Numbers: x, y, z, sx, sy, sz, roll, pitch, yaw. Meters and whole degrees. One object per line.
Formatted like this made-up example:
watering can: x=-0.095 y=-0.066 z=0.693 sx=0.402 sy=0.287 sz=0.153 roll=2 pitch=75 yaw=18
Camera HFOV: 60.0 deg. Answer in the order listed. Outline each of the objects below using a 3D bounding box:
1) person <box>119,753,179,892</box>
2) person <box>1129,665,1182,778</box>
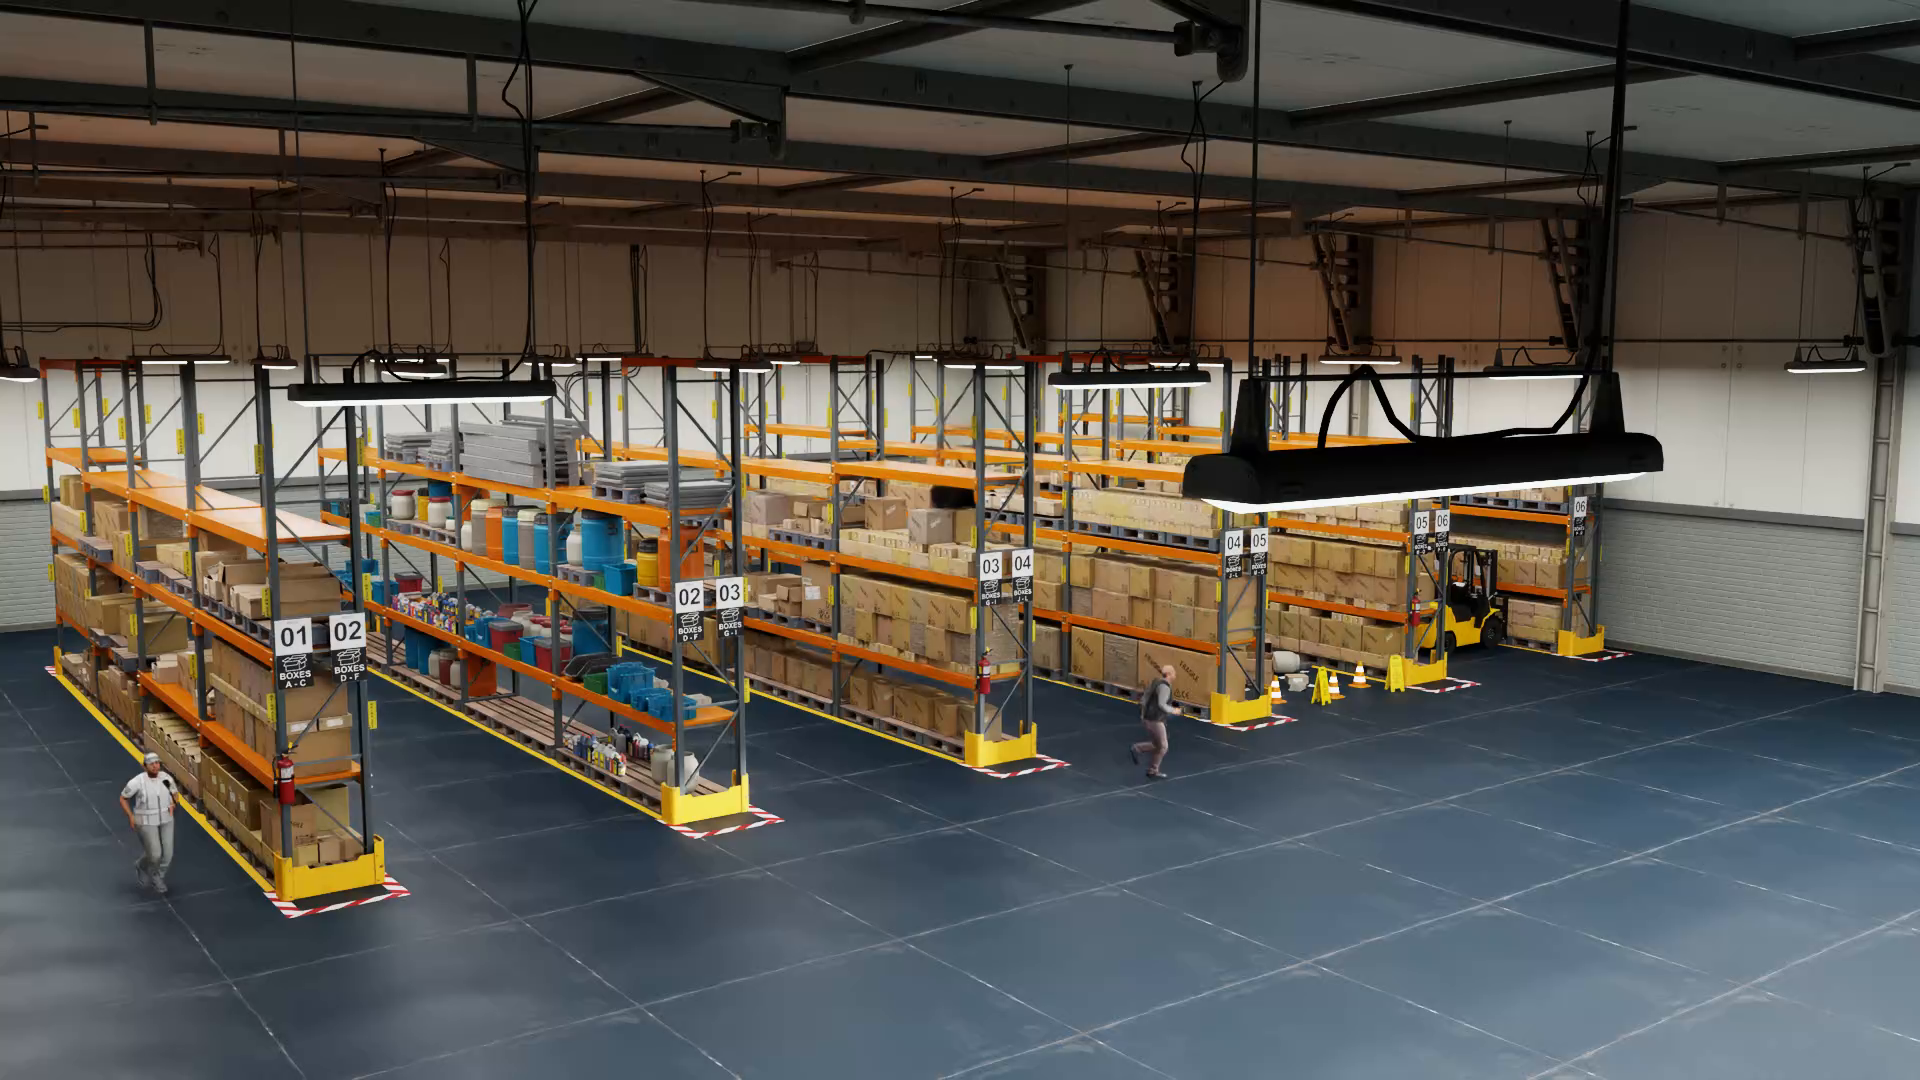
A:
person: x=-9.221 y=3.247 z=19.063 sx=0.539 sy=1.628 sz=0.601 roll=6 pitch=9 yaw=41
person: x=2.831 y=2.629 z=24.087 sx=0.746 sy=1.668 sz=0.646 roll=0 pitch=7 yaw=1
